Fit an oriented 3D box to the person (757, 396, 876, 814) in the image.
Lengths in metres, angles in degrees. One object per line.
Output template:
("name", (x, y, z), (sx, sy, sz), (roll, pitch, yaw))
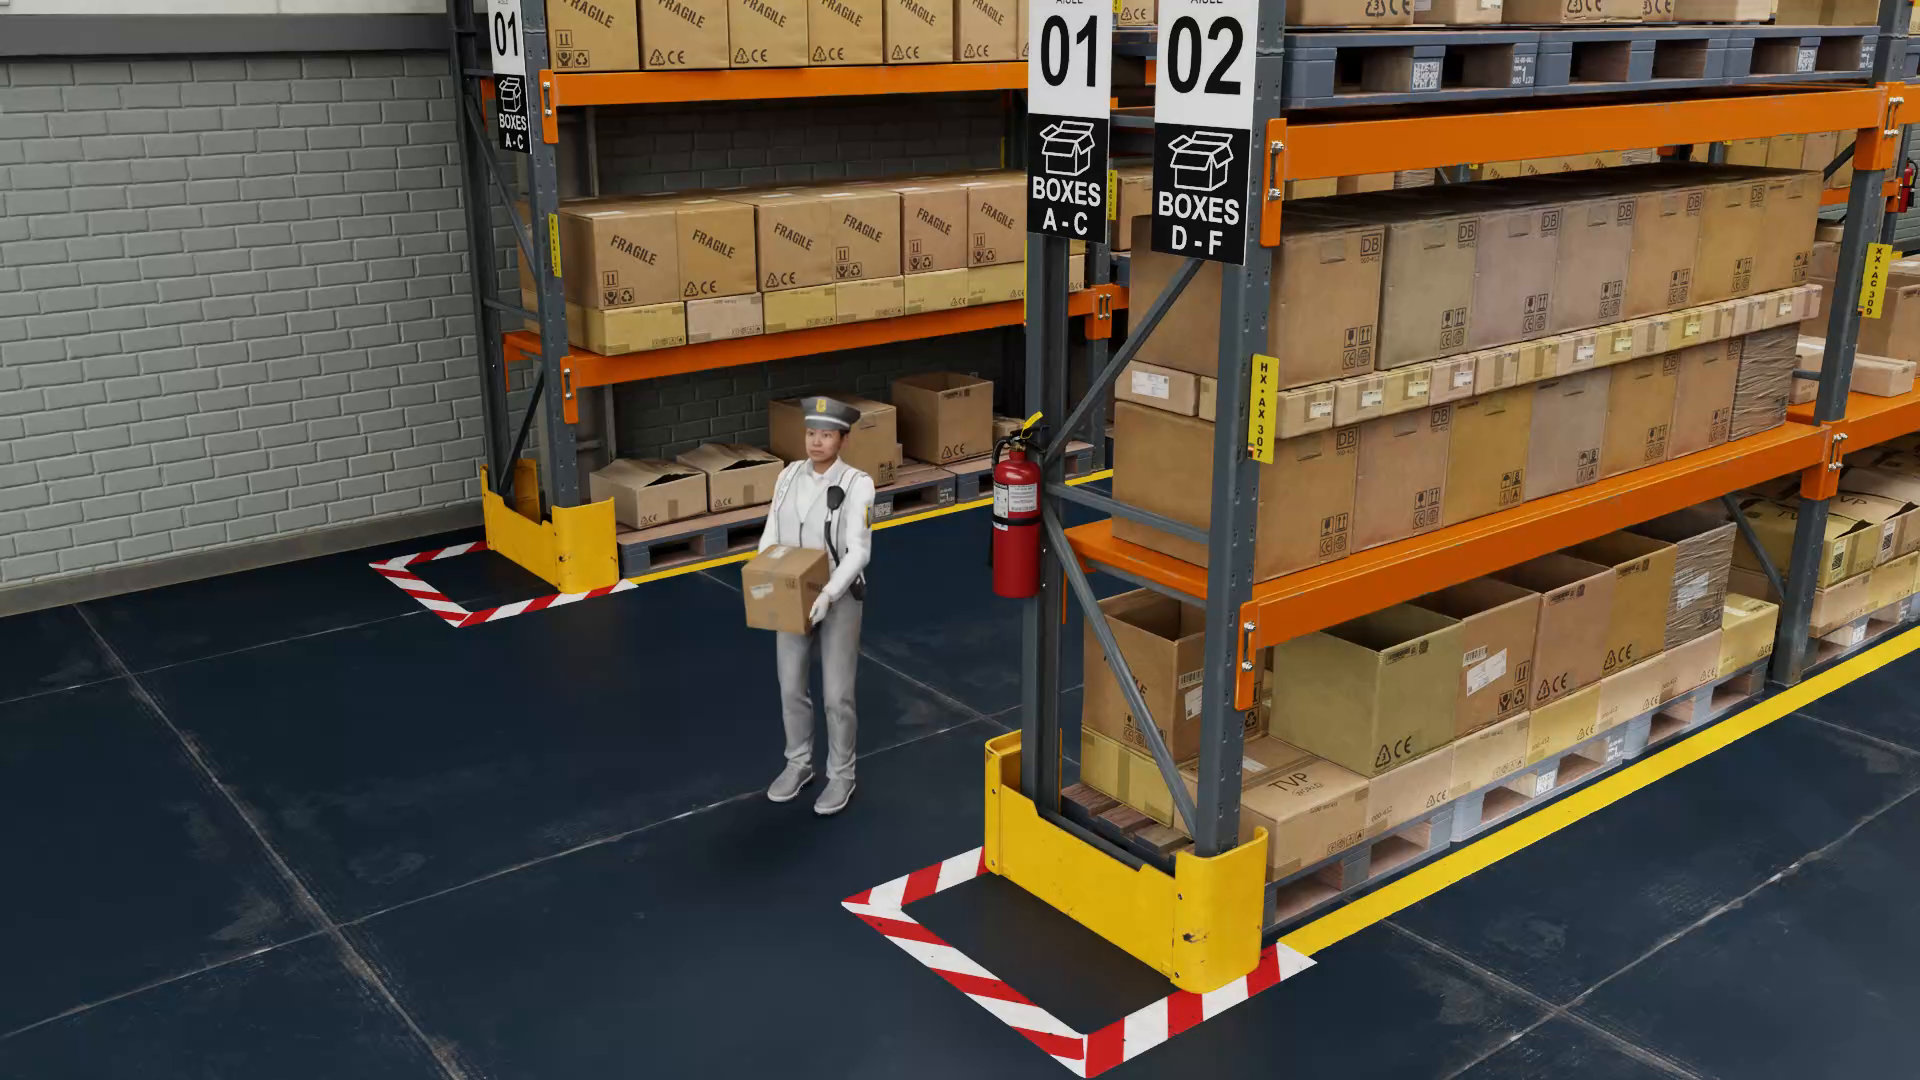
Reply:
("person", (-0.586, 0.263, 6.677), (0.467, 1.695, 0.554), (7, 19, 21))
